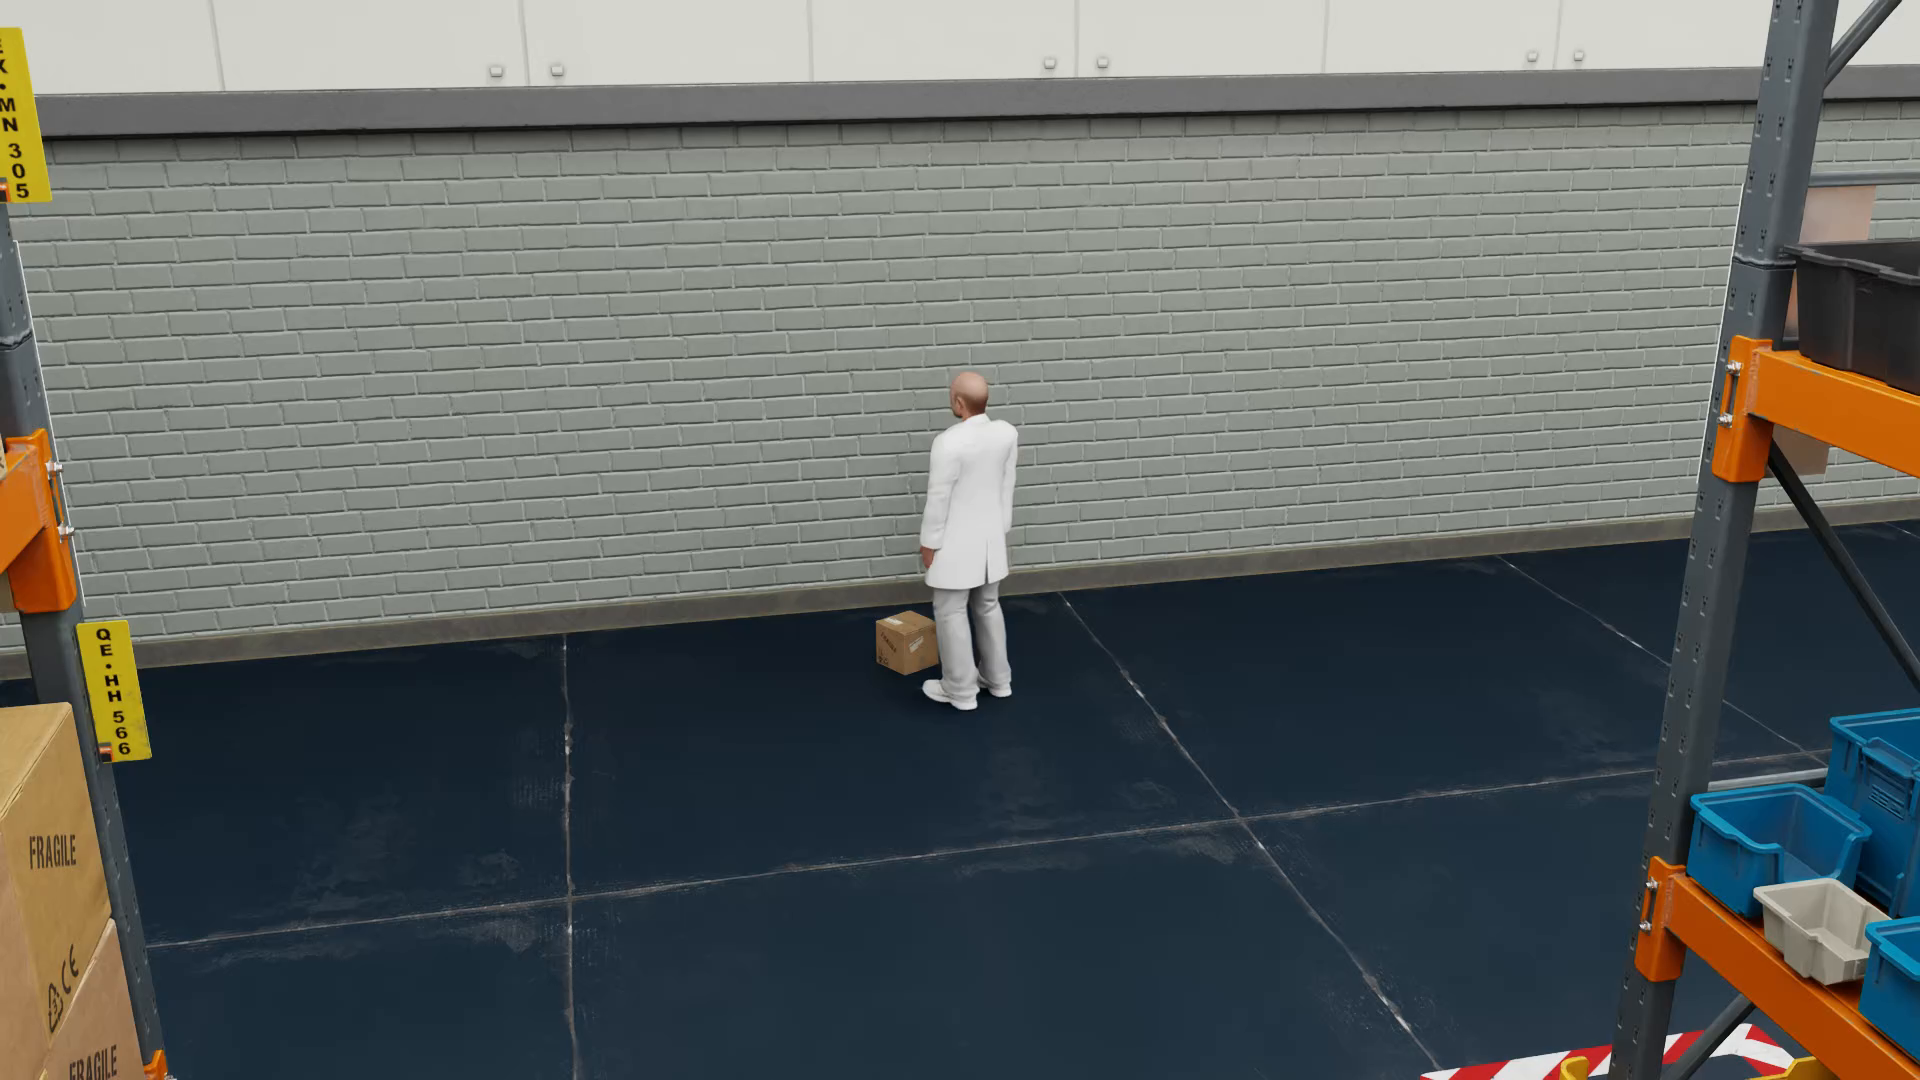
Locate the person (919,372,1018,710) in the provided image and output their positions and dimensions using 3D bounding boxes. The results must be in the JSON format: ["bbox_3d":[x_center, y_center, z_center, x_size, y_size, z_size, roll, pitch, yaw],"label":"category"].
[{"bbox_3d":[0.025,-0.006,8.614,0.563,1.777,0.378,-16,25,-38],"label":"person"}]
